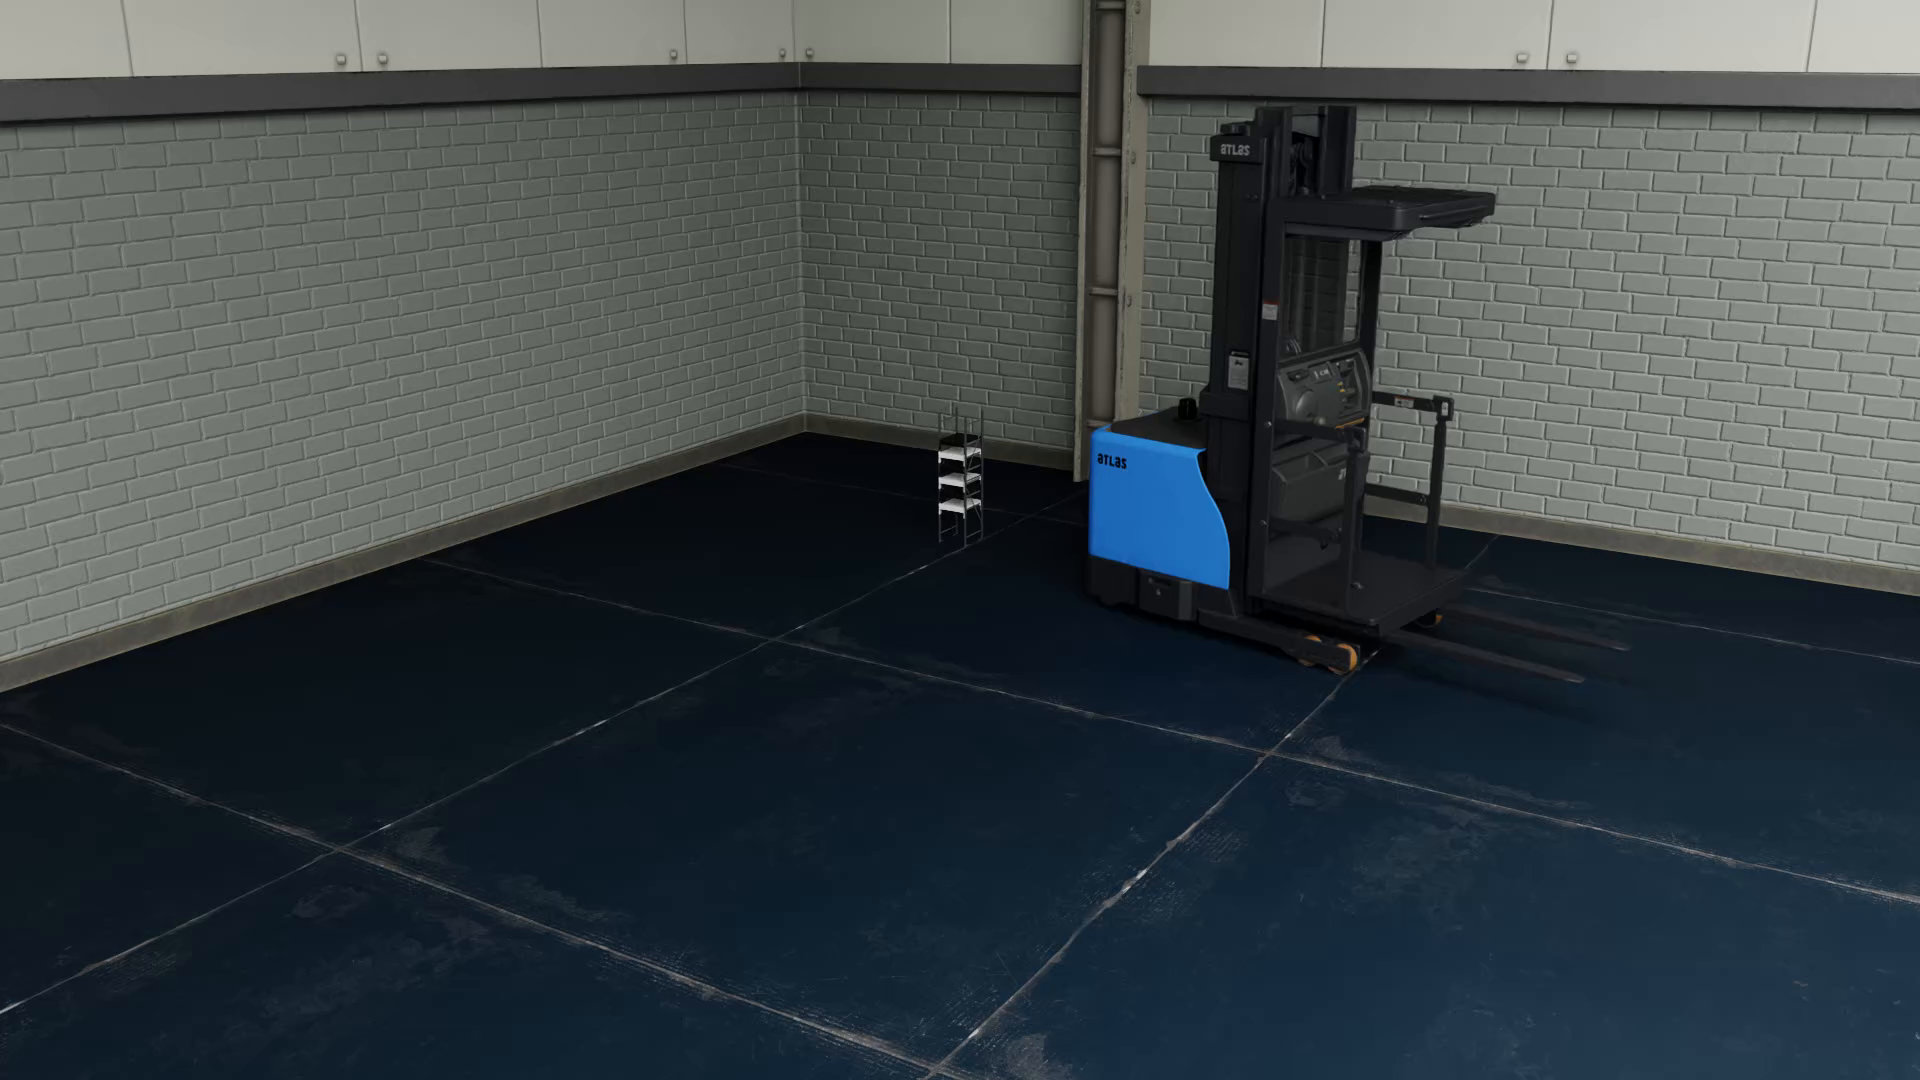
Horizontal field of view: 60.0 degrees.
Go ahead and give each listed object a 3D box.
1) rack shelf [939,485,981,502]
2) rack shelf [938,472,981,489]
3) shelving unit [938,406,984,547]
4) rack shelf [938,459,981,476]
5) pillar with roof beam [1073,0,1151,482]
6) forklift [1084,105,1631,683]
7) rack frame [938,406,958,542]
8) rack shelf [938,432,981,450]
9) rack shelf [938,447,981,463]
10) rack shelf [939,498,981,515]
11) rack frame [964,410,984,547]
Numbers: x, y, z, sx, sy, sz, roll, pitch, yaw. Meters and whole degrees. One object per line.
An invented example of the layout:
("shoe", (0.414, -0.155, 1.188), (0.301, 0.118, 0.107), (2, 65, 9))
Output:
("rack shelf", (0.007, -0.311, 11.282), (0.200, 0.077, 0.258), (10, 20, 30))
("rack shelf", (0.007, -0.397, 11.256), (0.200, 0.077, 0.258), (10, 20, 30))
("shelving unit", (0.007, -0.429, 11.246), (0.210, 0.900, 0.258), (10, 20, 30))
("rack shelf", (0.007, -0.484, 11.230), (0.200, 0.077, 0.258), (10, 20, 30))
("pillar with roof beam", (-1.131, -3.705, 8.094), (0.400, 9.000, 9.100), (10, 20, 30))
("forklift", (2.188, -0.847, 9.126), (3.031, 2.935, 1.130), (15, 22, 40))
("rack frame", (-0.080, -0.445, 11.297), (0.006, 0.900, 0.240), (10, 20, 30))
("rack shelf", (0.007, -0.656, 11.178), (0.200, 0.077, 0.258), (10, 20, 30))
("rack shelf", (0.007, -0.570, 11.204), (0.200, 0.077, 0.258), (10, 20, 30))
("rack shelf", (0.007, -0.225, 11.308), (0.200, 0.077, 0.258), (10, 20, 30))
("rack frame", (0.094, -0.414, 11.195), (0.006, 0.900, 0.240), (10, 20, 30))
